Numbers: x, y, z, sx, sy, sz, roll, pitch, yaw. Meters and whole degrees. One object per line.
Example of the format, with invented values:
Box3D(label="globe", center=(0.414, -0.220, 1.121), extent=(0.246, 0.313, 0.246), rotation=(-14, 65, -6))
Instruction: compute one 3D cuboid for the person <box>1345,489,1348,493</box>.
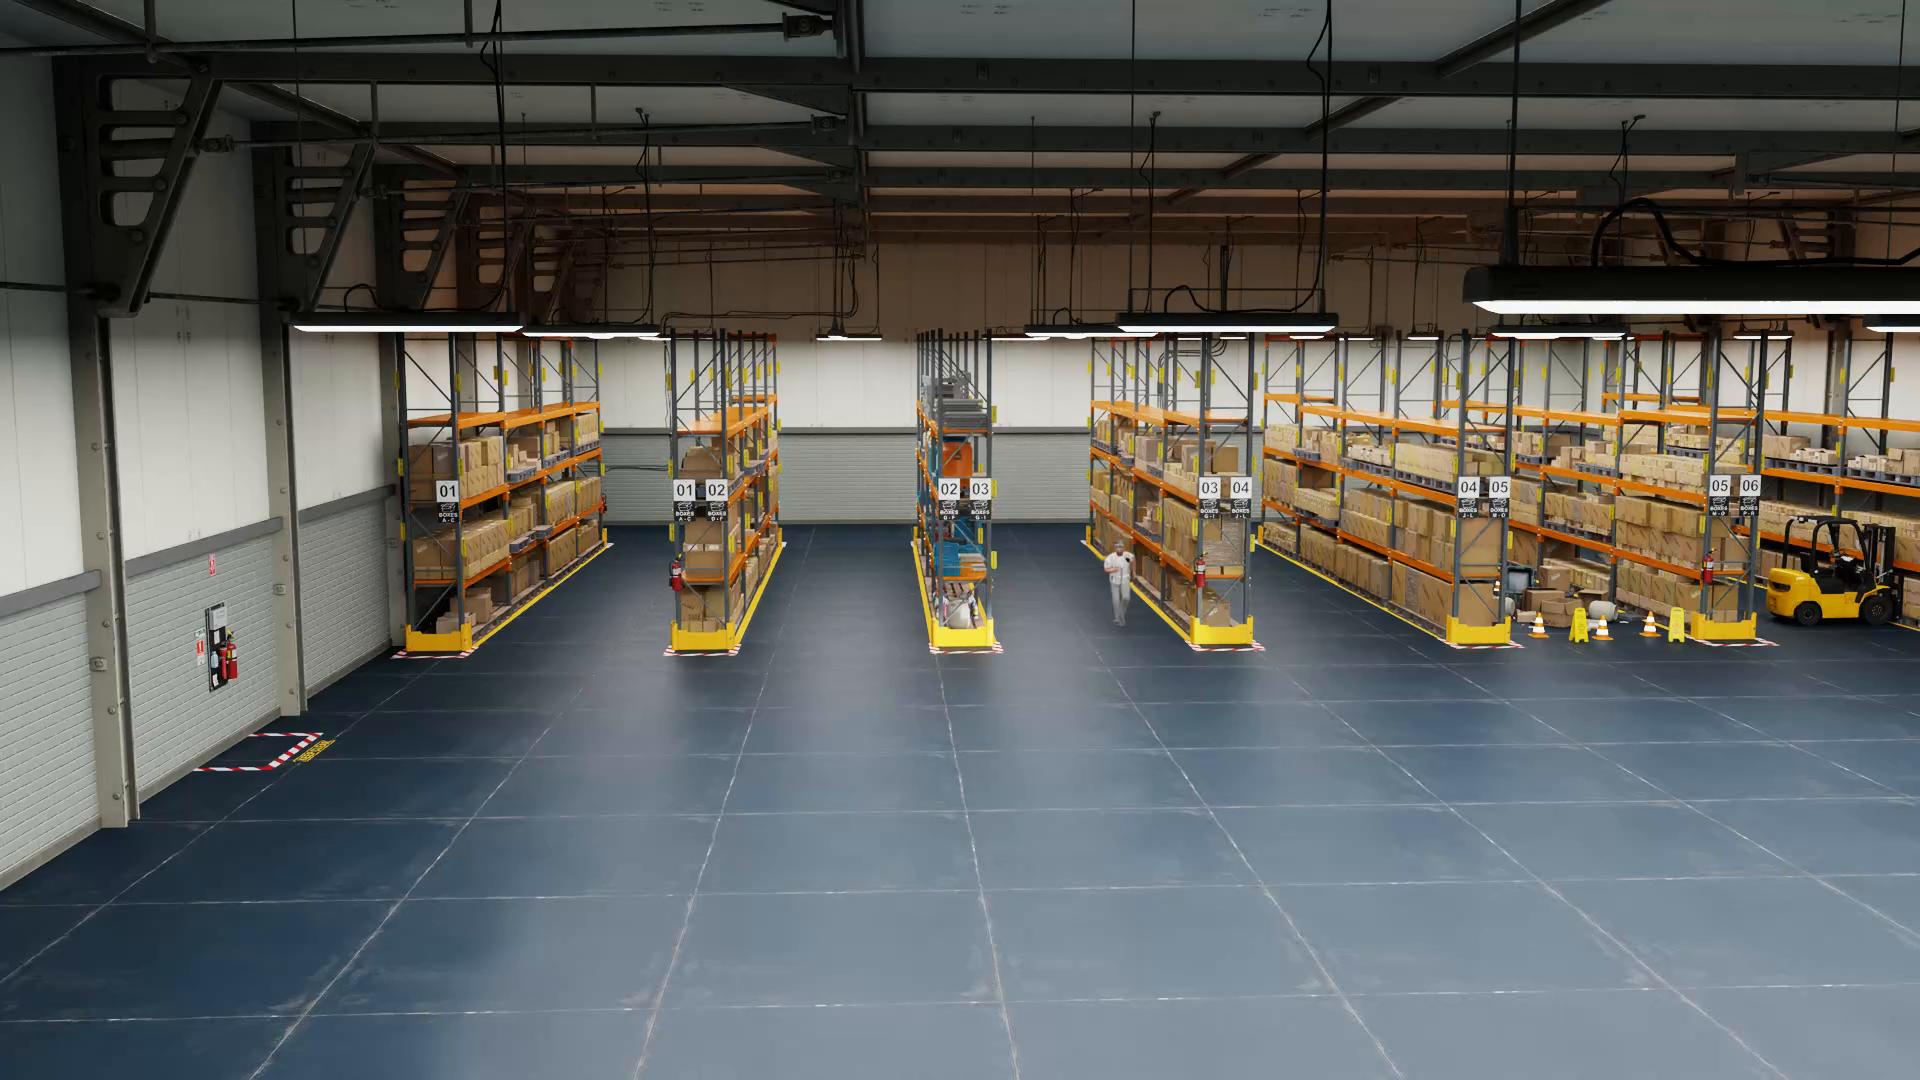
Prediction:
Box3D(label="person", center=(10.848, -0.593, 46.700), extent=(0.620, 1.667, 0.467), rotation=(-1, 7, -11))

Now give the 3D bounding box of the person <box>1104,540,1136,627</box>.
Box3D(label="person", center=(3.262, 0.867, 33.776), extent=(0.693, 1.780, 0.831), rotation=(0, 7, -2))

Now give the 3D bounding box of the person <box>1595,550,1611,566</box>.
Box3D(label="person", center=(16.059, -0.018, 41.355), extent=(0.698, 1.756, 0.879), rotation=(-1, 7, -7))

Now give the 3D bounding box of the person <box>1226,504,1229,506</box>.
Box3D(label="person", center=(7.036, -0.465, 45.079), extent=(0.616, 1.846, 0.846), rotation=(0, 7, -3))
